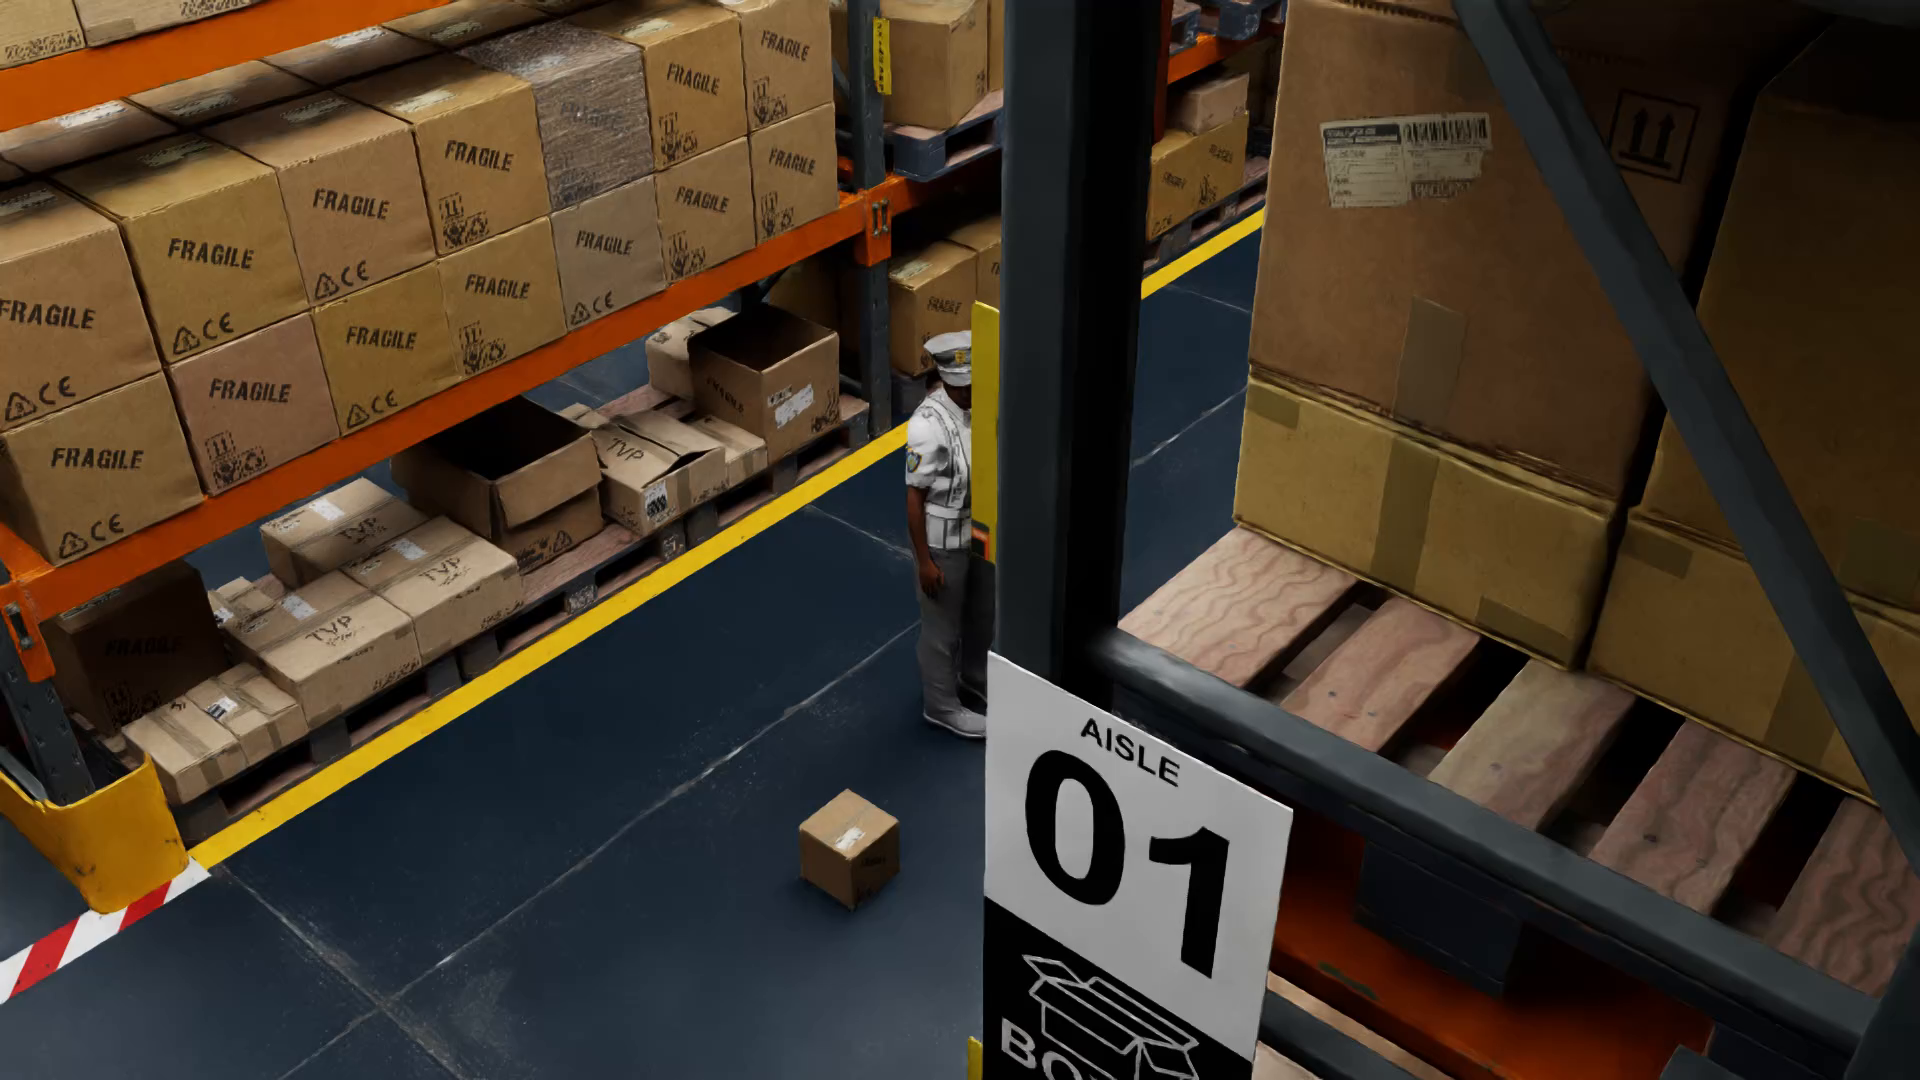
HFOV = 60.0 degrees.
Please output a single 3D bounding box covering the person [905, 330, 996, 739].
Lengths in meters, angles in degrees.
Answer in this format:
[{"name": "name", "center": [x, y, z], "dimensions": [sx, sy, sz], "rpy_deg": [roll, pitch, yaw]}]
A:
[{"name": "person", "center": [0.018, -0.003, 6.132], "dimensions": [0.500, 1.715, 0.388], "rpy_deg": [-28, 44, -34]}]
